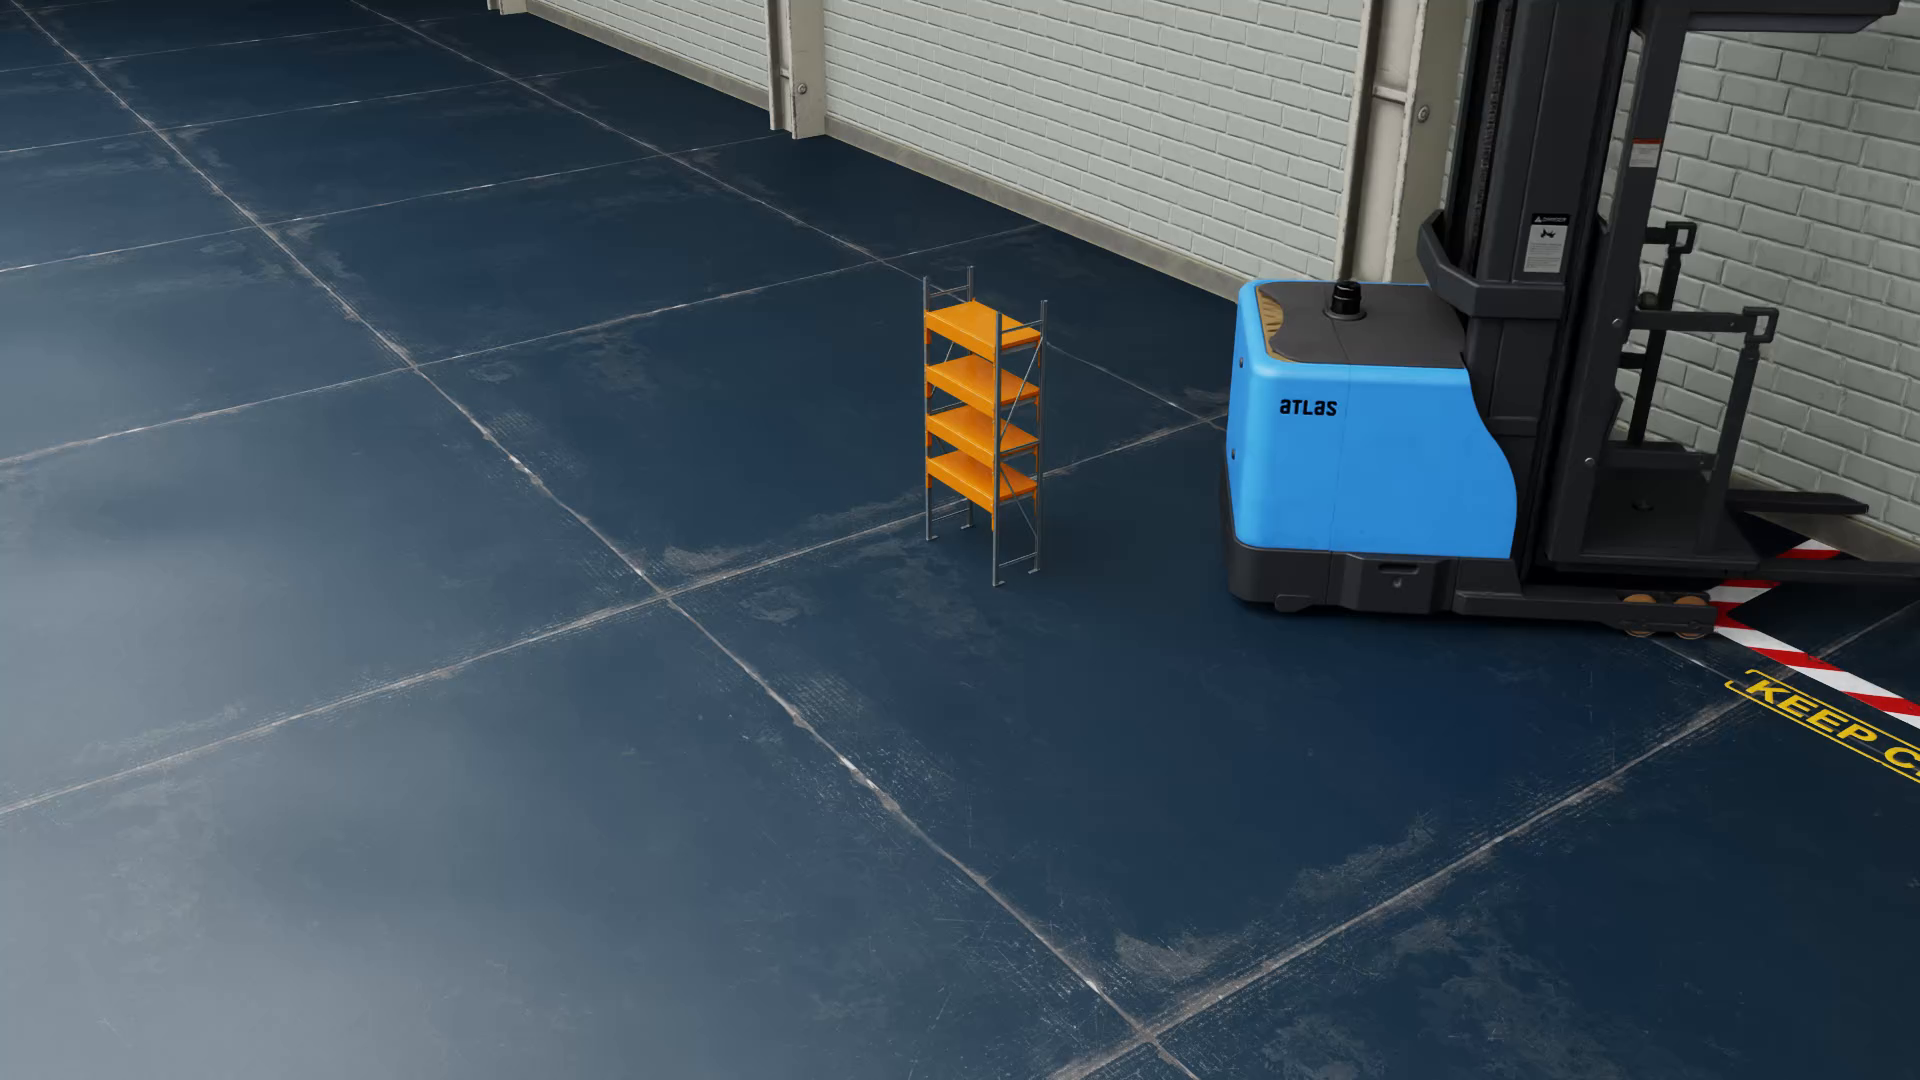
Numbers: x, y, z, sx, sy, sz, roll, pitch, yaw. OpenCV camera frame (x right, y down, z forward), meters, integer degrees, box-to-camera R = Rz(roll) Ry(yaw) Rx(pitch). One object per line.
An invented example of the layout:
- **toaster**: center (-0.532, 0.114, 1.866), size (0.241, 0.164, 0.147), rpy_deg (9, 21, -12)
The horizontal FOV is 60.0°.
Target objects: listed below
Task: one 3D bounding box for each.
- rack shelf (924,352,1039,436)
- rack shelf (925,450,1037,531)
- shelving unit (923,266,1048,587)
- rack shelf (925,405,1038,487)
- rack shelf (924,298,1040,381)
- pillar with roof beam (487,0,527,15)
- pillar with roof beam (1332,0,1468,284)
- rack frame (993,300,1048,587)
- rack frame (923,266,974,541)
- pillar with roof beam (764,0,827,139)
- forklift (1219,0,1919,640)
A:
- **rack shelf**: center (0.096, -0.600, 6.771), size (0.258, 0.148, 0.480), rpy_deg (-19, 34, -31)
- **rack shelf**: center (0.096, -0.229, 6.972), size (0.258, 0.148, 0.480), rpy_deg (-19, 34, -31)
- **shelving unit**: center (0.096, -0.463, 6.845), size (0.258, 1.200, 0.503), rpy_deg (-19, 34, -31)
- **rack shelf**: center (0.096, -0.404, 6.877), size (0.258, 0.148, 0.480), rpy_deg (-19, 34, -31)
- **rack shelf**: center (0.096, -0.808, 6.658), size (0.258, 0.148, 0.480), rpy_deg (-19, 34, -31)
- **pillar with roof beam**: center (-8.266, -8.354, 13.203), size (9.100, 9.000, 0.400), rpy_deg (-19, 34, -31)
- **pillar with roof beam**: center (-1.306, -3.689, 4.613), size (9.100, 9.000, 0.400), rpy_deg (-19, 34, -31)
- **rack frame**: center (0.238, -0.368, 6.670), size (0.240, 1.200, 0.015), rpy_deg (-19, 34, -31)
- **rack frame**: center (-0.046, -0.558, 7.020), size (0.240, 1.200, 0.015), rpy_deg (-19, 34, -31)
- **pillar with roof beam**: center (-4.786, -6.021, 8.908), size (9.100, 9.000, 0.400), rpy_deg (-19, 34, -31)
- **forklift**: center (2.634, -1.164, 6.322), size (3.031, 2.935, 1.130), rpy_deg (3, 29, 5)
